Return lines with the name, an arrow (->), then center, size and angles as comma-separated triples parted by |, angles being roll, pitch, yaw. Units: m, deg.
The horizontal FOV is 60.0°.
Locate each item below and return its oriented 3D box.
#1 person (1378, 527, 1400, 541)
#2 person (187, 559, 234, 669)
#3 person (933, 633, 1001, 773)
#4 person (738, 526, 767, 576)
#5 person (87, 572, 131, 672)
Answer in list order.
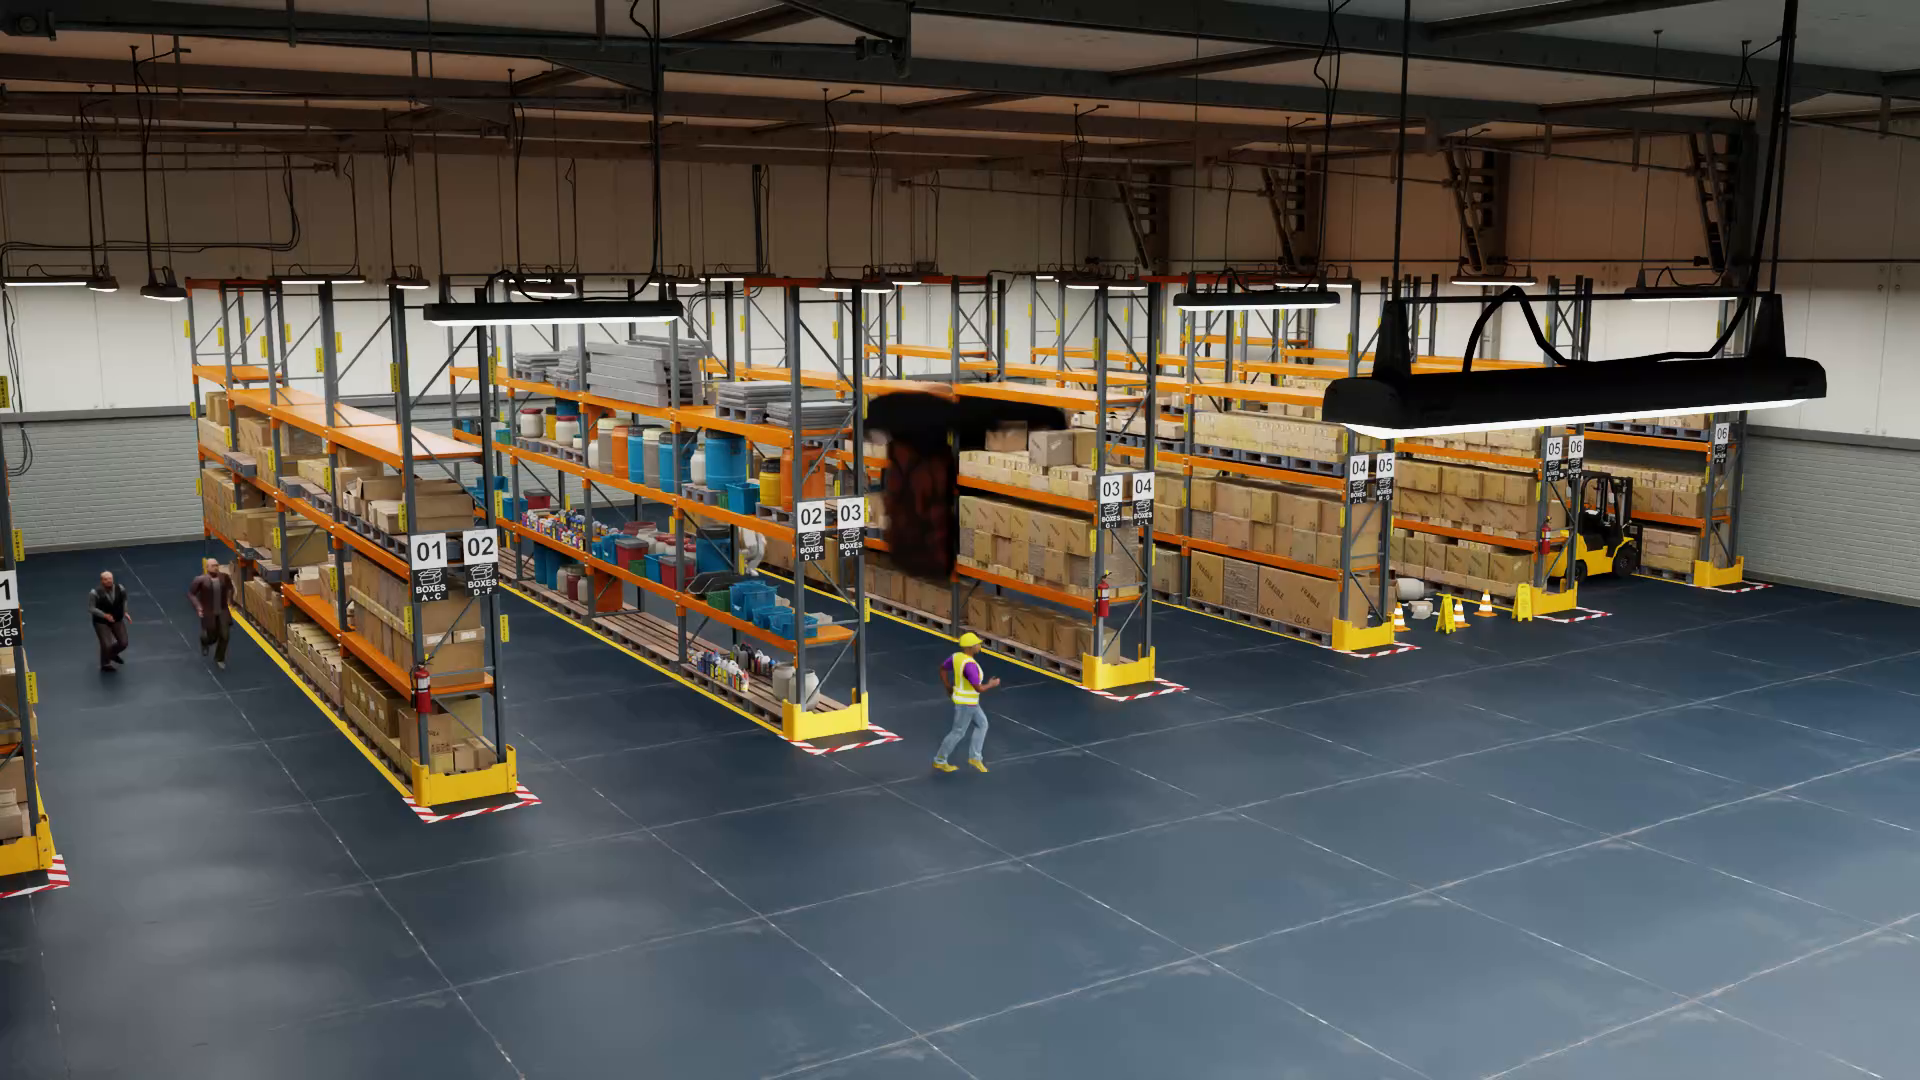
person -> 9.184, -0.395, 35.481 | 0.599, 1.618, 0.617 | -6, 11, -30
person -> -11.765, 1.132, 26.184 | 0.728, 1.734, 0.721 | -9, 13, -43
person -> 0.081, 2.044, 20.564 | 0.856, 1.824, 0.653 | -1, 10, -7
person -> -4.039, -0.145, 32.264 | 0.714, 1.639, 0.708 | -9, 13, -43
person -> -13.174, 1.254, 25.735 | 0.758, 1.612, 0.645 | 8, 13, 40
